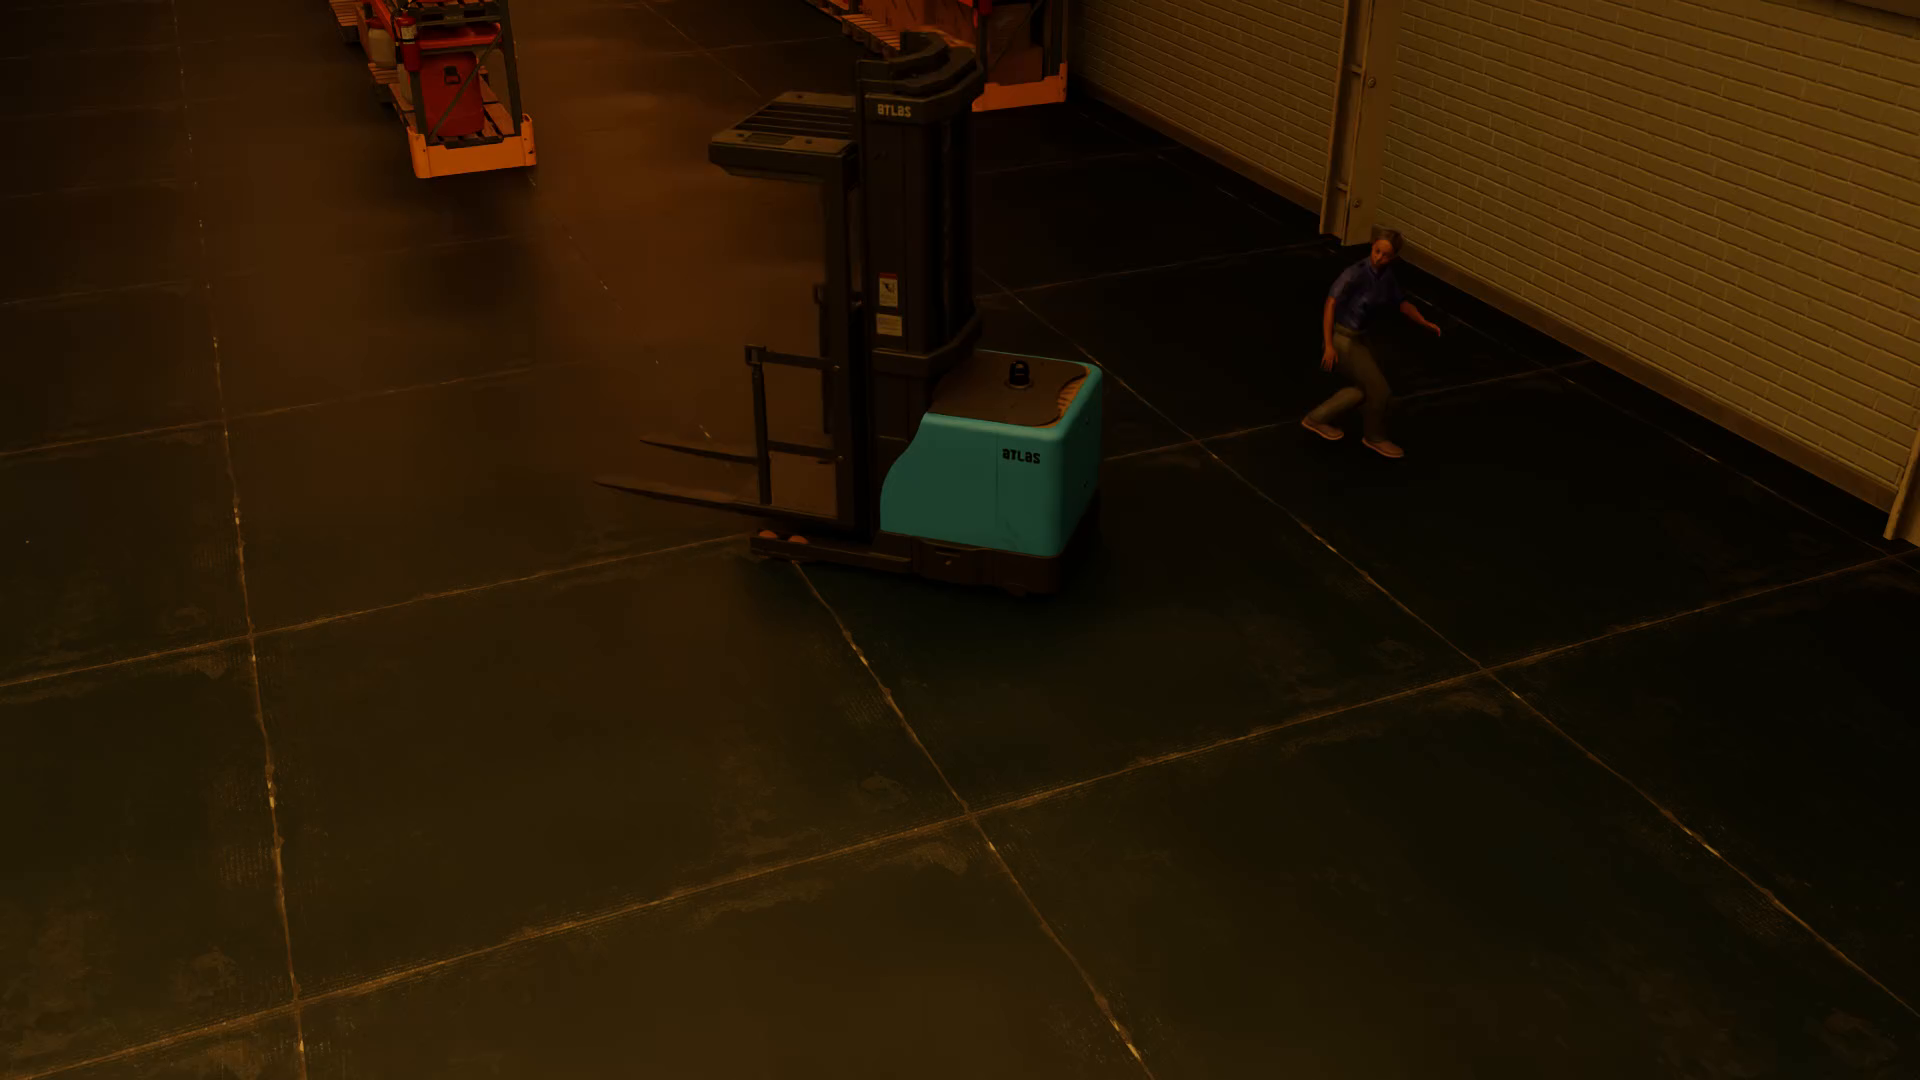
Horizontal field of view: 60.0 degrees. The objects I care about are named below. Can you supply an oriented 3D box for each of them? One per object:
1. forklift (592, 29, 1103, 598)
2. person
[{"bbox_3d":[-0.729,-1.368,9.512,3.031,2.935,1.130,9,31,16],"label":"forklift"},{"bbox_3d":[2.617,-1.216,10.639,0.817,1.531,0.785,16,34,26],"label":"person"}]
